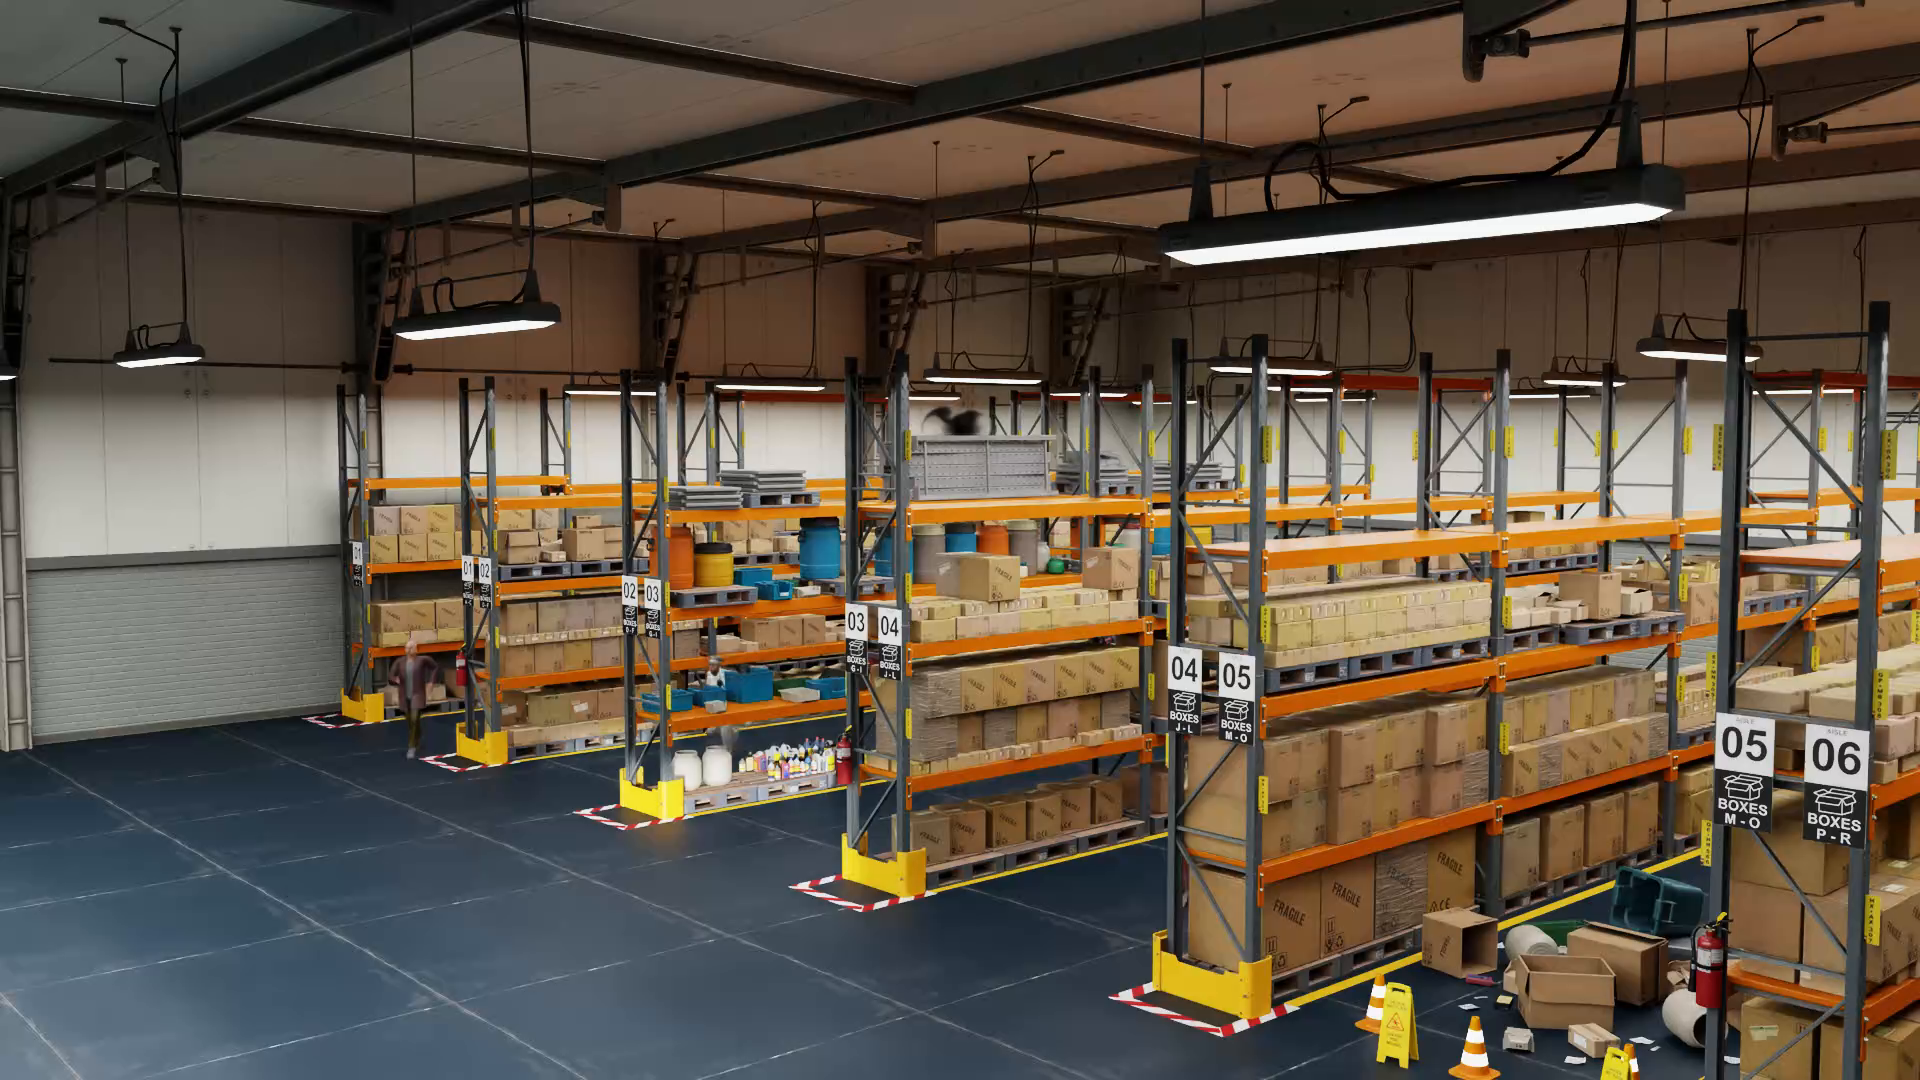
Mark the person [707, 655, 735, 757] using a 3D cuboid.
[{"bbox_3d":[-3.741,2.621,26.049,0.652,1.701,0.745,2,4,29],"label":"person"}]

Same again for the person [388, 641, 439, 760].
[{"bbox_3d":[-8.738,2.521,26.556,0.713,1.842,0.941,0,4,4],"label":"person"}]

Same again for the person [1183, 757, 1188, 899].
[{"bbox_3d":[2.659,3.147,18.245,0.531,1.718,1.007,3,5,41],"label":"person"}]

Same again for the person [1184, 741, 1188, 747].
[{"bbox_3d":[3.554,2.583,27.026,0.644,1.617,0.666,4,5,45],"label":"person"}]
